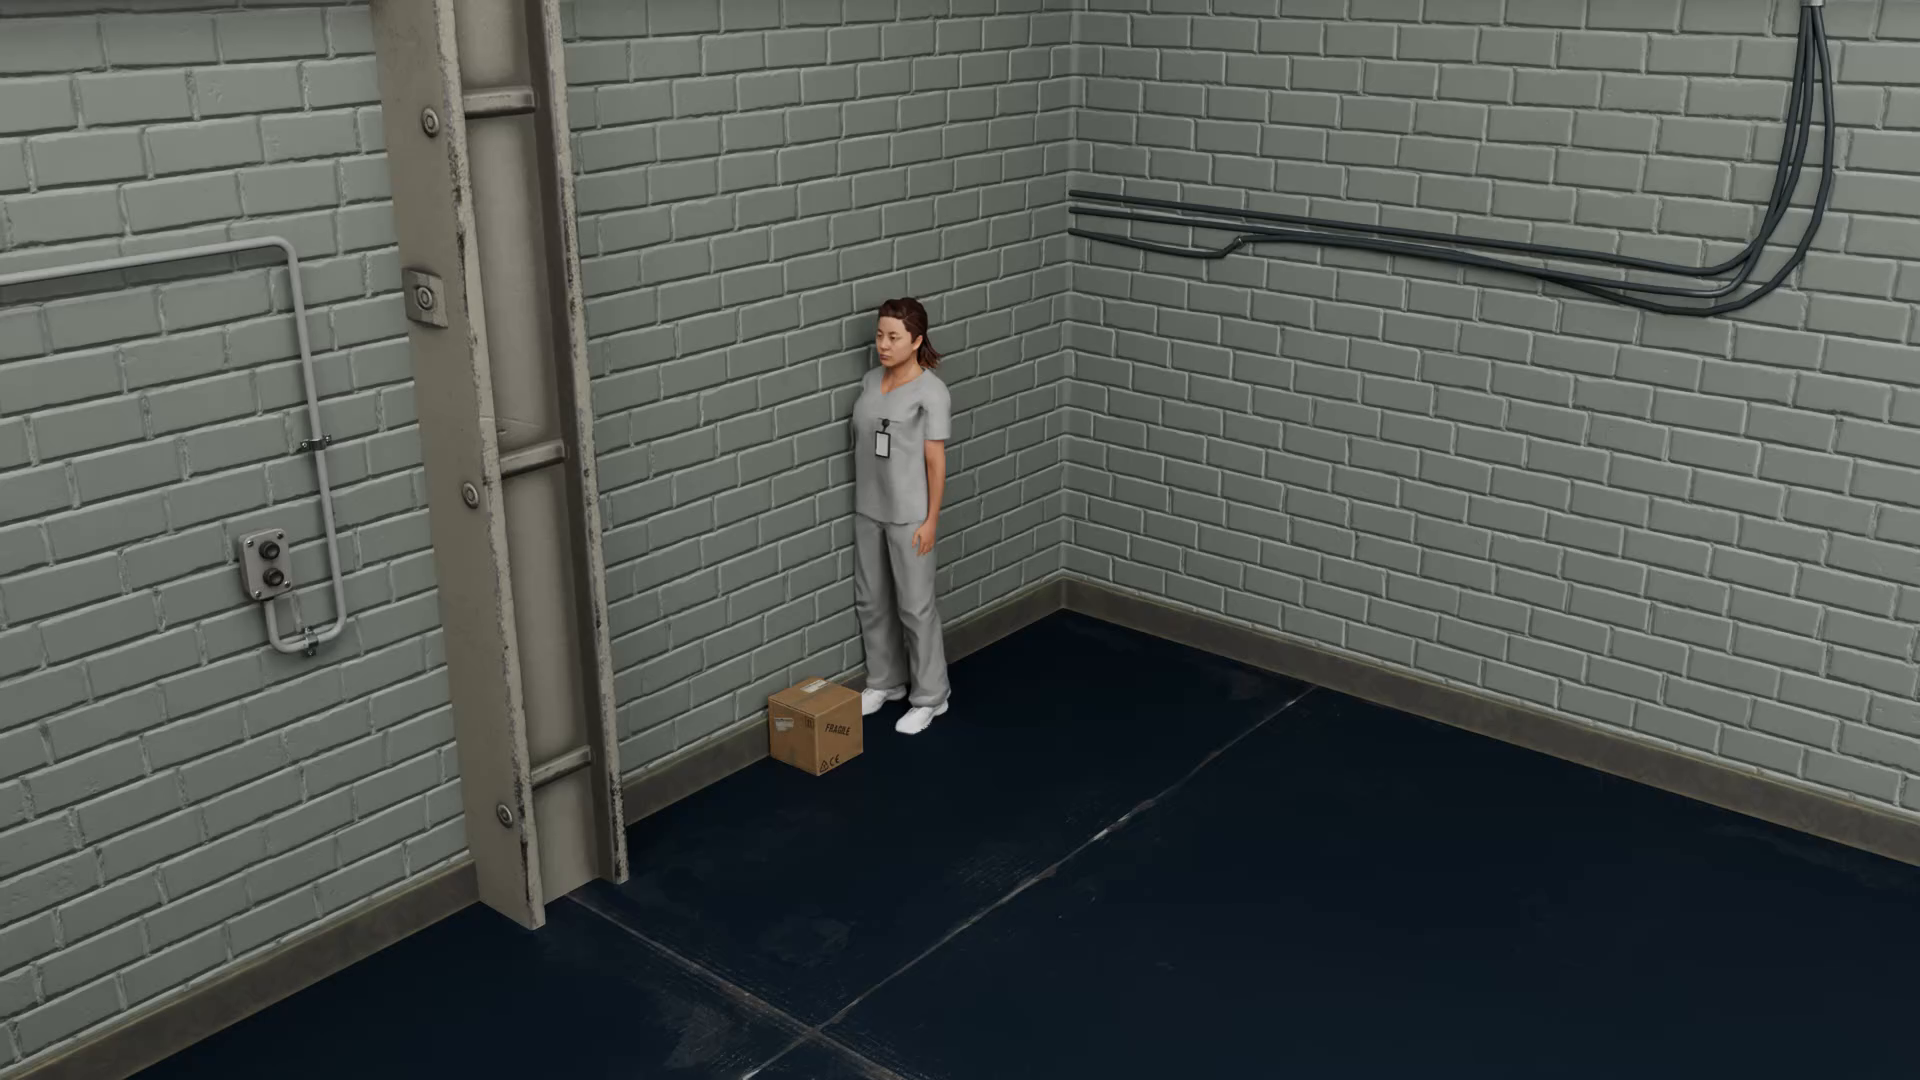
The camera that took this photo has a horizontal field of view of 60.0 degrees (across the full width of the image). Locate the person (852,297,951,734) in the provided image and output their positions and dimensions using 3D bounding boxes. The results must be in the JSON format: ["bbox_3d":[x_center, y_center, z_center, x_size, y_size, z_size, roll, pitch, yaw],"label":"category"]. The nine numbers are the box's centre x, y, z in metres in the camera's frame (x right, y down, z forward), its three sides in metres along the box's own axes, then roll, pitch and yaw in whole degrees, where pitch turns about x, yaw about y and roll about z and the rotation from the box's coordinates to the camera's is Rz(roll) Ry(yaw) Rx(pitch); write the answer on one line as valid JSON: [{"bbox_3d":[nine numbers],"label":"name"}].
[{"bbox_3d":[-0.224,-0.094,6.355,0.435,1.674,0.358,17,26,38],"label":"person"}]
